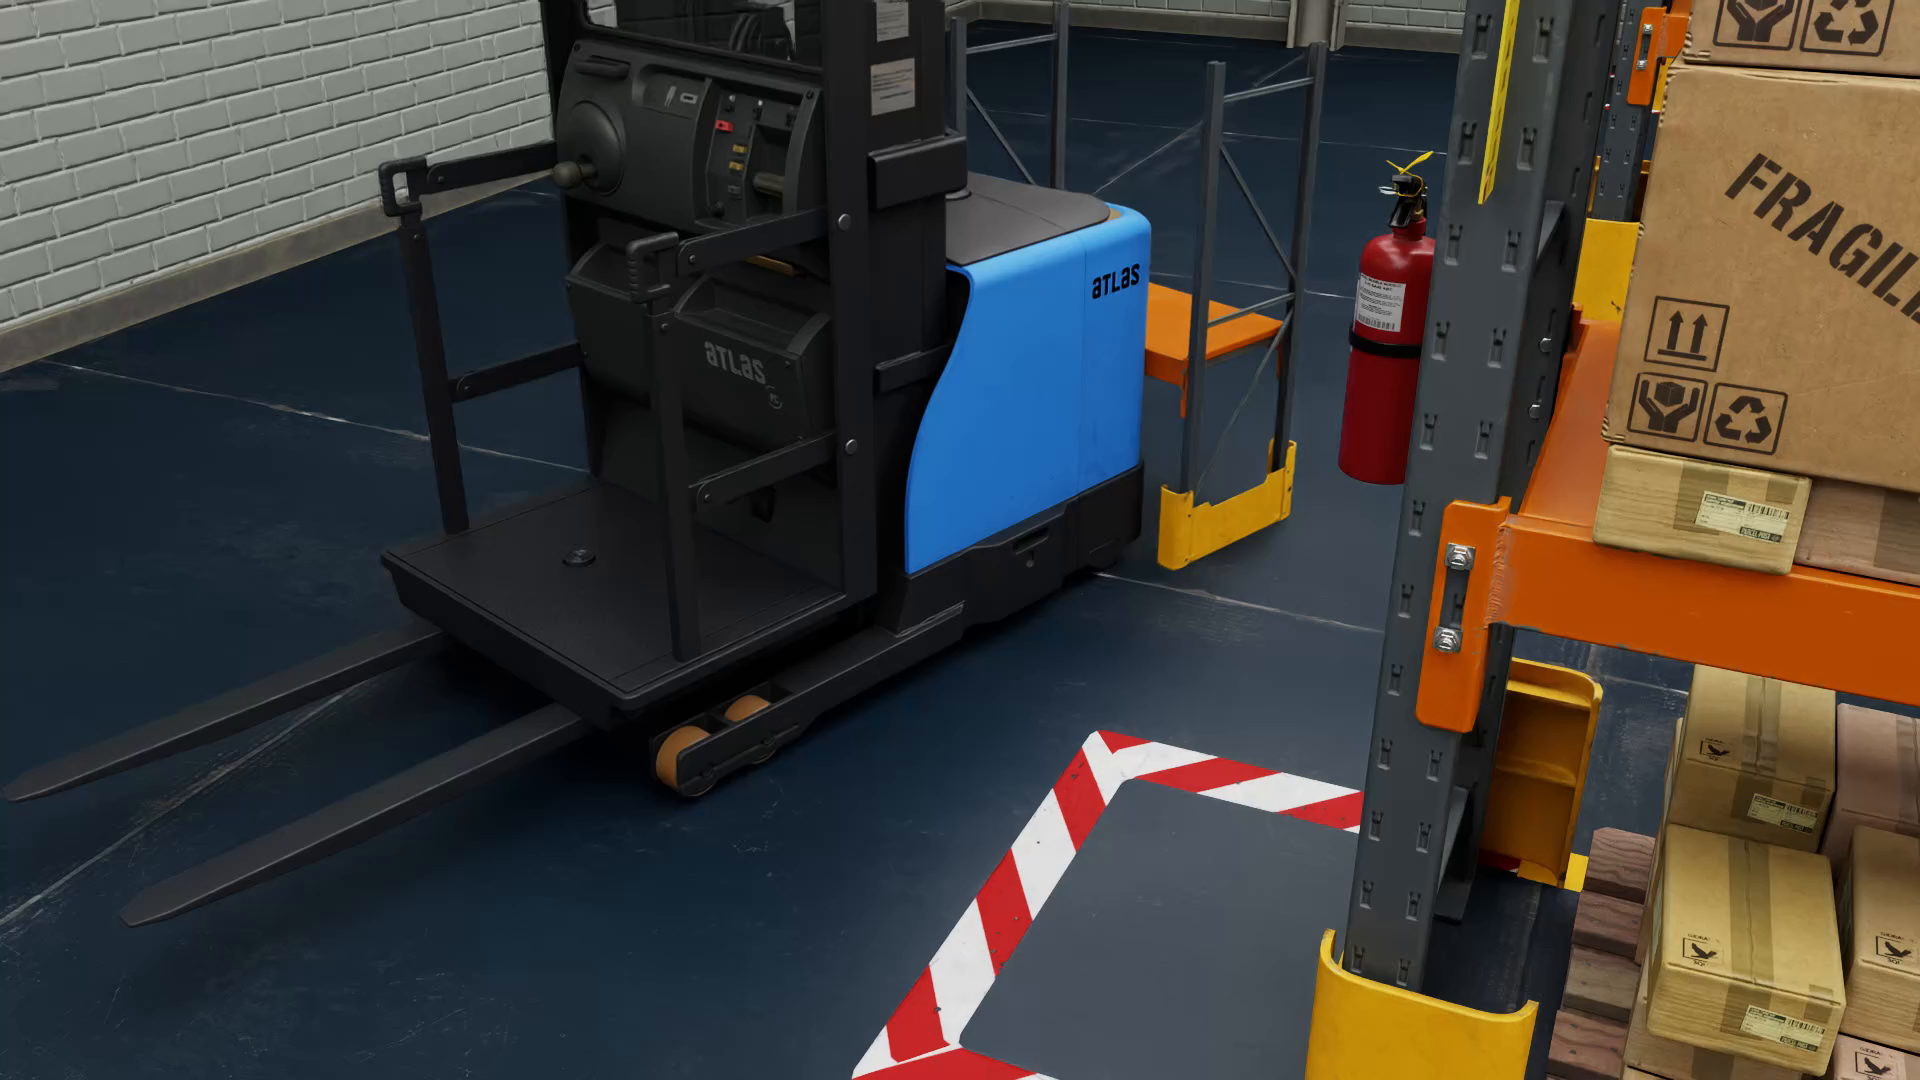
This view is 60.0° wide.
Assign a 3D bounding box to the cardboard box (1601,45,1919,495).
[{"bbox_3d":[1.196,-0.403,2.222,0.500,0.500,0.500,13,29,24],"label":"cardboard box"}]

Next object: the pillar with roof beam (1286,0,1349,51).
[{"bbox_3d":[1.046,-6.239,7.734,0.400,9.000,9.100,11,28,22],"label":"pillar with roof beam"}]

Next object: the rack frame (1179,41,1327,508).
[{"bbox_3d":[0.853,-0.675,4.922,0.500,1.500,0.032,-22,34,-38],"label":"rack frame"}]

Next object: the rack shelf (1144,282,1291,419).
[{"bbox_3d":[0.507,-0.678,5.336,0.538,0.185,1.000,-22,34,-38],"label":"rack shelf"}]

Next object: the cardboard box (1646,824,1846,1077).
[{"bbox_3d":[1.238,0.638,2.636,0.250,0.149,0.380,10,28,19],"label":"cardboard box"}]

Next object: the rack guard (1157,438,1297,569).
[{"bbox_3d":[0.840,-0.120,5.211,0.587,0.250,0.087,-22,34,-38],"label":"rack guard"}]

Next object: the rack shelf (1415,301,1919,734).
[{"bbox_3d":[2.722,0.271,2.119,4.000,0.370,1.077,11,28,22],"label":"rack shelf"}]

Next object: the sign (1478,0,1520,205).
[{"bbox_3d":[0.677,-0.588,2.068,0.005,0.325,0.100,11,28,22],"label":"sign"}]

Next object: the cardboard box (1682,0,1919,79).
[{"bbox_3d":[1.200,-0.856,2.010,0.500,0.500,0.500,11,28,21],"label":"cardboard box"}]

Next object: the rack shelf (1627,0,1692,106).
[{"bbox_3d":[4.679,-1.738,6.199,4.000,0.370,1.077,11,28,22],"label":"rack shelf"}]

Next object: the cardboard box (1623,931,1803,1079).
[{"bbox_3d":[1.272,0.738,2.769,0.250,0.149,0.380,13,29,24],"label":"cardboard box"}]

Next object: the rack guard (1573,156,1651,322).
[{"bbox_3d":[2.836,-1.309,7.344,0.348,0.500,1.175,11,28,22],"label":"rack guard"}]

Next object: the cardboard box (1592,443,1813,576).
[{"bbox_3d":[1.060,-0.114,2.370,0.250,0.149,0.380,11,28,21],"label":"cardboard box"}]

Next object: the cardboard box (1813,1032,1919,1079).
[{"bbox_3d":[1.498,0.811,2.622,0.250,0.149,0.380,11,28,22],"label":"cardboard box"}]

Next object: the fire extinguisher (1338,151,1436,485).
[{"bbox_3d":[0.863,-0.447,3.272,0.183,0.674,0.296,11,28,22],"label":"fire extinguisher"}]

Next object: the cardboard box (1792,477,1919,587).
[{"bbox_3d":[1.309,-0.084,2.309,0.250,0.149,0.380,12,29,24],"label":"cardboard box"}]

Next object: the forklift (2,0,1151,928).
[{"bbox_3d":[-0.816,-0.953,3.868,1.130,2.935,3.031,23,34,38],"label":"forklift"}]

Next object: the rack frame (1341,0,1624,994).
[{"bbox_3d":[0.901,-0.418,2.702,0.127,3.000,1.000,11,28,22],"label":"rack frame"}]

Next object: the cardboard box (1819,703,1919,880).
[{"bbox_3d":[1.693,0.470,2.978,0.250,0.149,0.380,12,29,23],"label":"cardboard box"}]

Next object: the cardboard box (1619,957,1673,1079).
[{"bbox_3d":[1.246,0.897,2.783,0.250,0.149,0.380,12,29,23],"label":"cardboard box"}]

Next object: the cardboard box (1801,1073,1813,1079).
[{"bbox_3d":[1.518,0.912,2.753,0.250,0.149,0.380,11,28,22],"label":"cardboard box"}]

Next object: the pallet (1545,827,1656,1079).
[{"bbox_3d":[1.695,1.010,2.960,1.213,0.211,1.003,11,28,22],"label":"pallet"}]

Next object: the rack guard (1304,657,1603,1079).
[{"bbox_3d":[0.970,0.718,3.226,0.348,0.500,1.175,11,28,22],"label":"rack guard"}]

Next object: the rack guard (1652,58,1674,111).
[{"bbox_3d":[4.979,-3.288,11.362,0.348,0.500,1.175,11,28,22],"label":"rack guard"}]

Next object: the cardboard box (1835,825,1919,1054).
[{"bbox_3d":[1.538,0.640,2.632,0.250,0.149,0.380,12,29,23],"label":"cardboard box"}]

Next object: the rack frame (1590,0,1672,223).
[{"bbox_3d":[2.858,-2.427,6.783,0.127,3.000,1.000,11,28,22],"label":"rack frame"}]

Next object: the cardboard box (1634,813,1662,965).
[{"bbox_3d":[1.467,0.685,3.214,0.250,0.149,0.380,12,29,23],"label":"cardboard box"}]

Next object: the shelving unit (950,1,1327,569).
[{"bbox_3d":[0.501,-0.842,5.262,0.587,1.500,1.083,-22,34,-38],"label":"shelving unit"}]

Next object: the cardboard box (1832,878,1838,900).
[{"bbox_3d":[1.715,0.591,3.070,0.250,0.149,0.380,11,28,21],"label":"cardboard box"}]

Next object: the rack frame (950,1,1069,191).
[{"bbox_3d":[0.161,-1.003,5.590,0.500,1.500,0.032,-22,34,-38],"label":"rack frame"}]

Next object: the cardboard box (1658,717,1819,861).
[{"bbox_3d":[1.500,0.521,3.211,0.250,0.149,0.380,11,28,20],"label":"cardboard box"}]

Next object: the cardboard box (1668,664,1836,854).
[{"bbox_3d":[1.488,0.401,3.118,0.250,0.149,0.380,12,29,22],"label":"cardboard box"}]
